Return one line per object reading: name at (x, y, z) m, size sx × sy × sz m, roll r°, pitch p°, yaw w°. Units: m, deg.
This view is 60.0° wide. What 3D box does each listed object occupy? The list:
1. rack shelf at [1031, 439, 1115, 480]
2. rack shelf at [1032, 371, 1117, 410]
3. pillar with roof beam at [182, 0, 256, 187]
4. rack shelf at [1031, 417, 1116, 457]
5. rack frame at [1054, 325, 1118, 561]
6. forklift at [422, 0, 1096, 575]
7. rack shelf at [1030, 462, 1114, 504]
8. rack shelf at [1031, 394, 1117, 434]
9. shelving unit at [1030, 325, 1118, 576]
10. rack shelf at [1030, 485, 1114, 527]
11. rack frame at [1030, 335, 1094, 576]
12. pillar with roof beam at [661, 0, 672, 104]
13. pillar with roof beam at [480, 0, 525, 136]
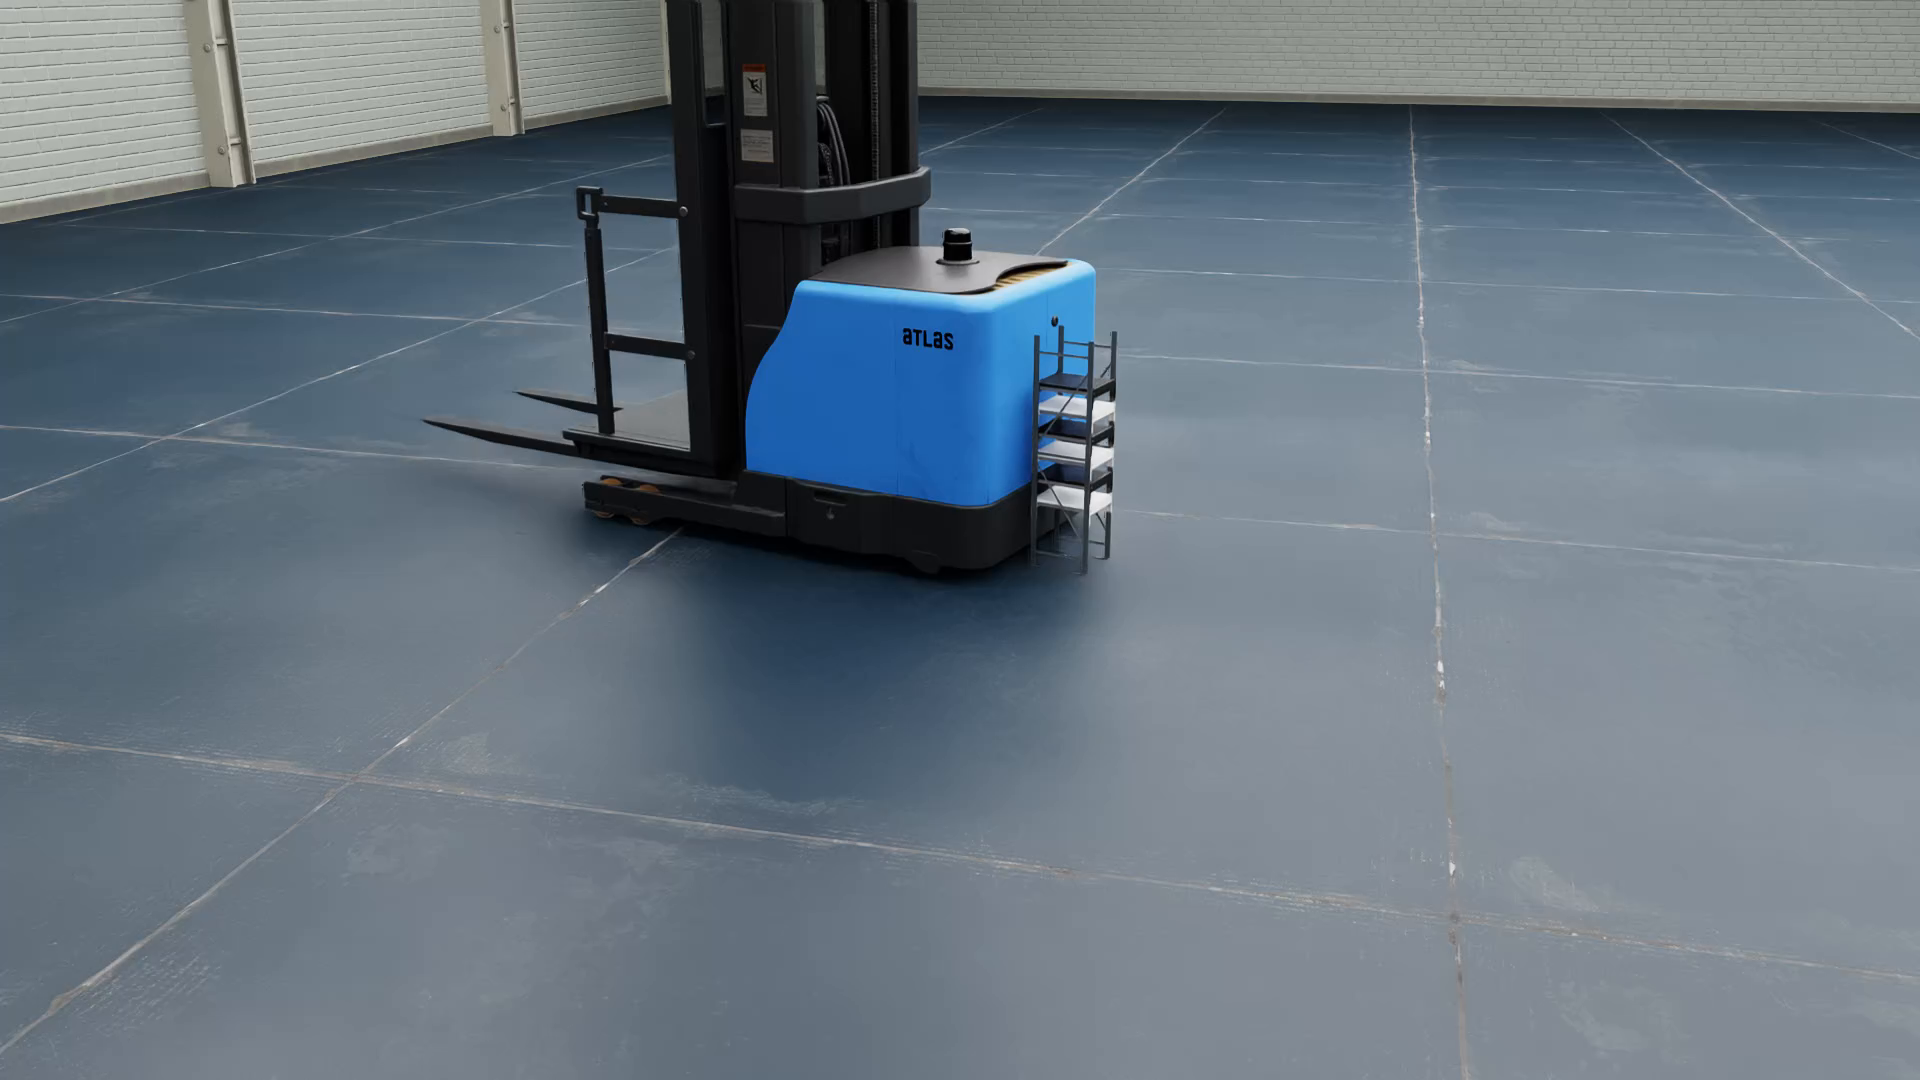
rack shelf at (0.427, -0.305, 6.290) m, size 0.258 × 0.077 × 0.200 m, roll 10°, pitch 21°, yaw 27°
rack shelf at (0.428, -0.560, 6.202) m, size 0.258 × 0.077 × 0.200 m, roll 10°, pitch 21°, yaw 27°
pillar with roof beam at (-3.642, -7.737, 15.418) m, size 9.100 × 9.000 × 0.400 m, roll 5°, pitch 19°, yaw 13°
rack shelf at (0.427, -0.390, 6.261) m, size 0.258 × 0.077 × 0.200 m, roll 10°, pitch 21°, yaw 27°
rack frame at (0.477, -0.365, 6.363) m, size 0.240 × 0.900 × 0.006 m, roll 10°, pitch 21°, yaw 27°
forklift at (-0.983, -1.584, 6.789) m, size 3.031 × 2.935 × 1.130 m, roll 10°, pitch 21°, yaw 28°
rack shelf at (0.427, -0.220, 6.319) m, size 0.258 × 0.077 × 0.200 m, roll 10°, pitch 21°, yaw 27°
rack shelf at (0.428, -0.475, 6.232) m, size 0.258 × 0.077 × 0.200 m, roll 10°, pitch 21°, yaw 27°
shelving unit at (0.427, -0.336, 6.279) m, size 0.258 × 0.900 × 0.210 m, roll 10°, pitch 21°, yaw 27°
rack shelf at (0.427, -0.135, 6.348) m, size 0.258 × 0.077 × 0.200 m, roll 10°, pitch 21°, yaw 27°
rack frame at (0.377, -0.308, 6.195) m, size 0.240 × 0.900 × 0.006 m, roll 10°, pitch 21°, yaw 27°
pillar with roof beam at (-0.710, -11.498, 26.430) m, size 9.100 × 9.000 × 0.400 m, roll 5°, pitch 19°, yaw 13°
pillar with roof beam at (-2.176, -9.618, 20.924) m, size 9.100 × 9.000 × 0.400 m, roll 5°, pitch 19°, yaw 13°
